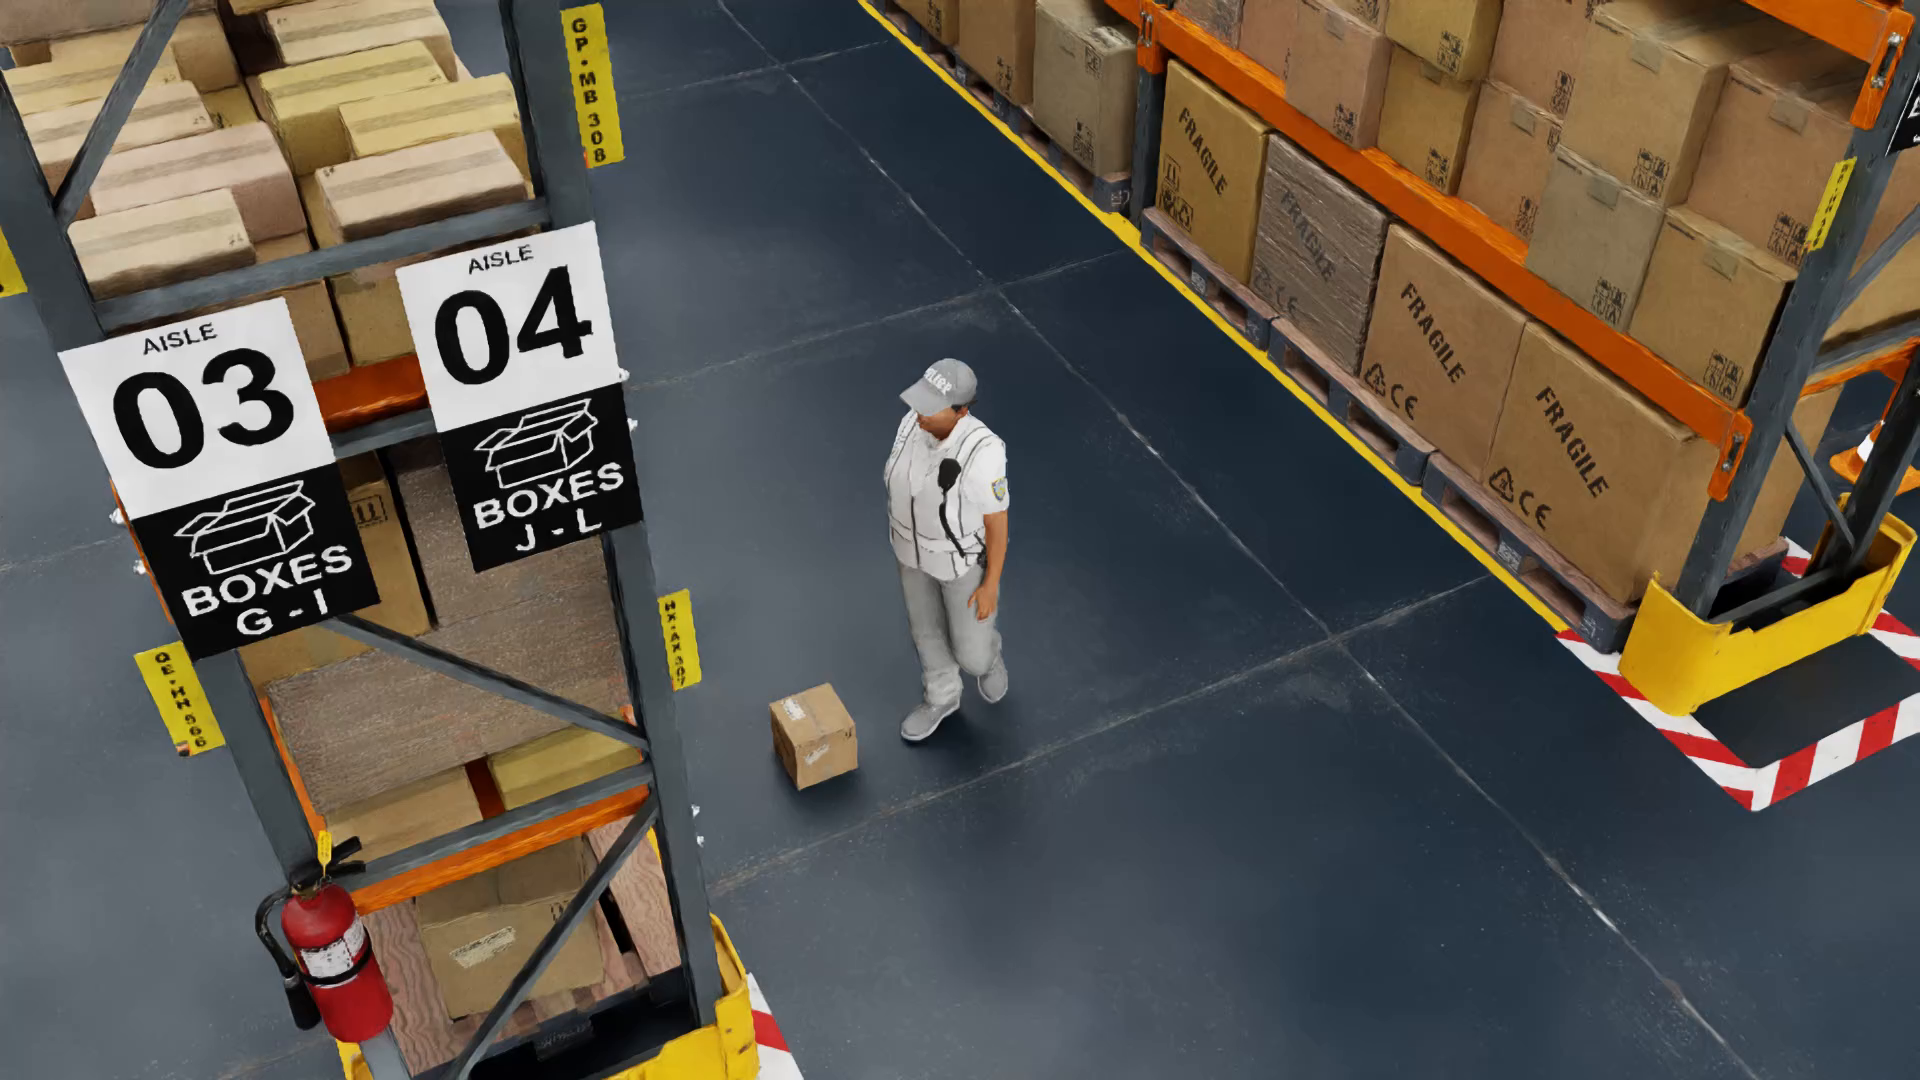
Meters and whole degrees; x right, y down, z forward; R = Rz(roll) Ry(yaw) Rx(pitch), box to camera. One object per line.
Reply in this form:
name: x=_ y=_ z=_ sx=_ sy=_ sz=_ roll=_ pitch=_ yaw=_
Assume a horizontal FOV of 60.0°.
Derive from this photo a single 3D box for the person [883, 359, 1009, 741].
person: x=-0.029 y=0.039 z=6.095 sx=0.517 sy=1.662 sz=0.524 roll=25 pitch=47 yaw=25
